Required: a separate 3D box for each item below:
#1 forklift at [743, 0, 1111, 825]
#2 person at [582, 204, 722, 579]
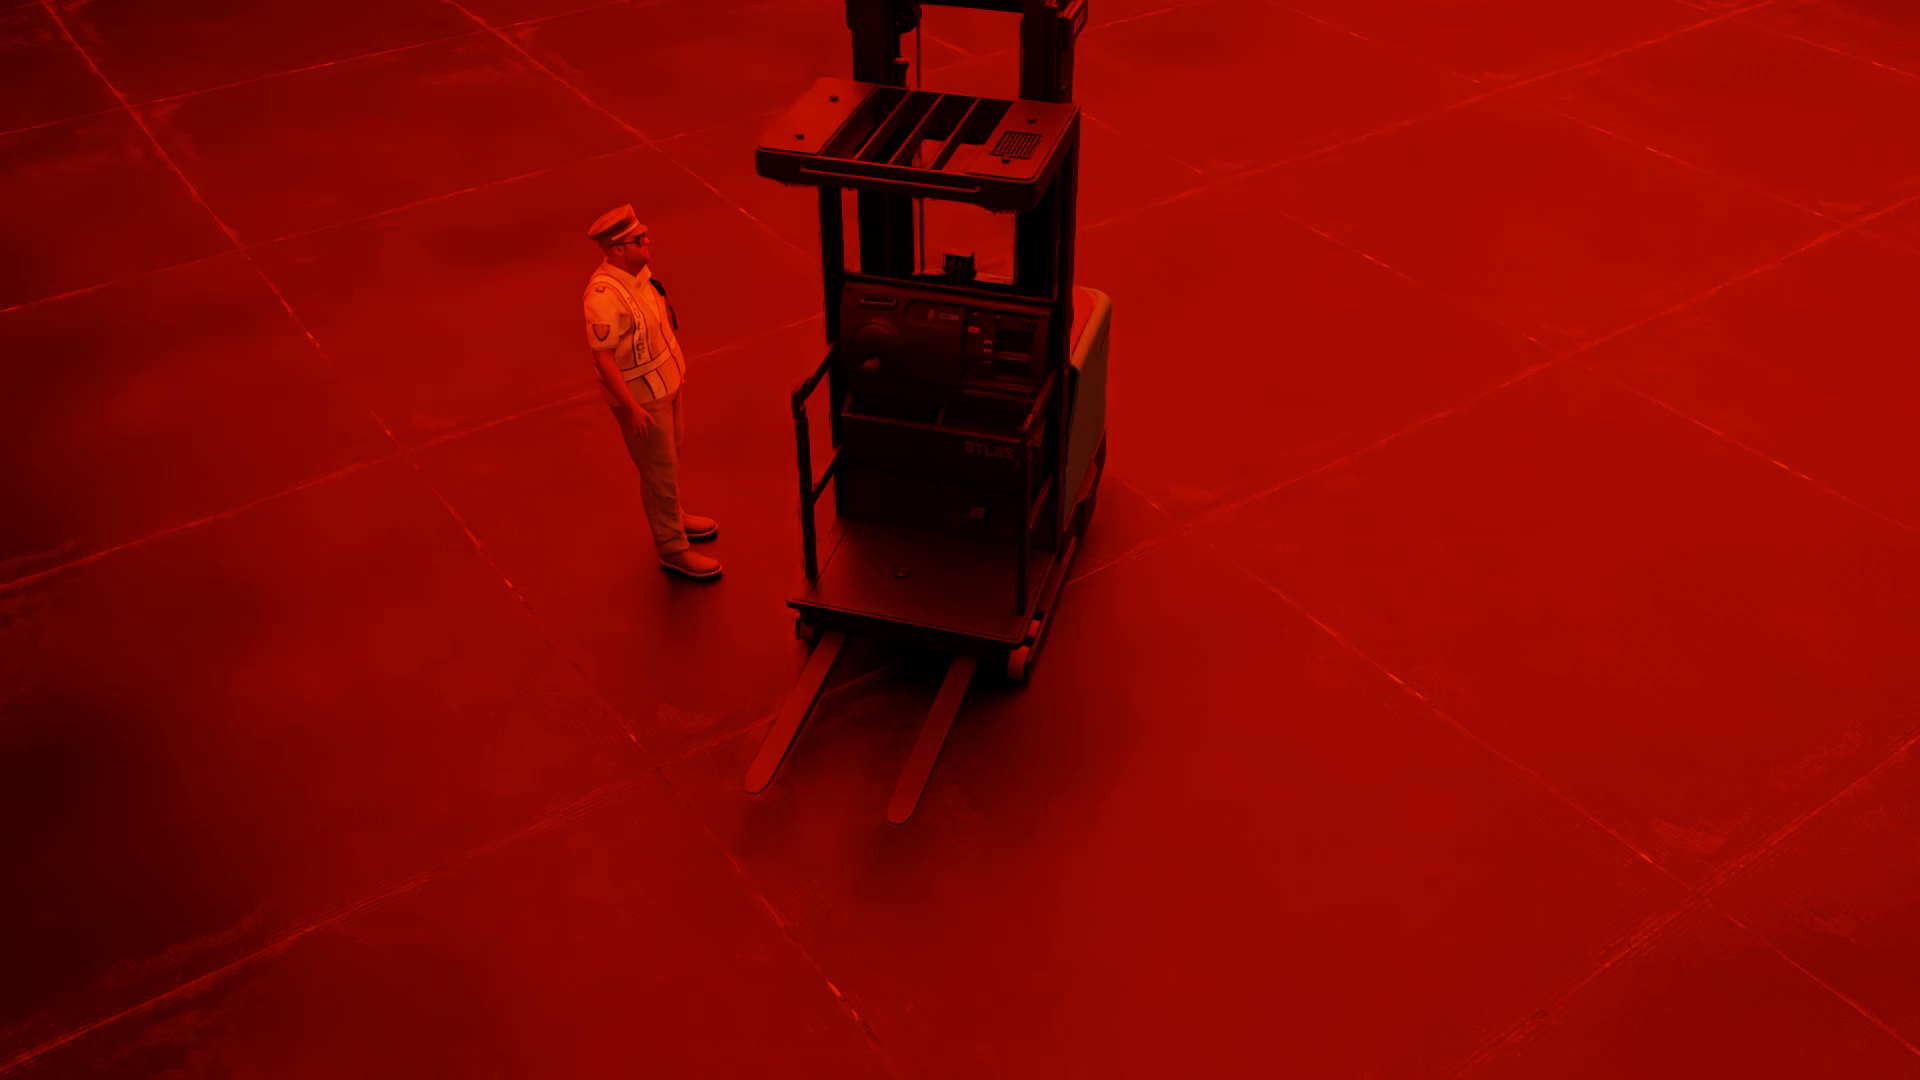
[{"bbox_3d":[-0.130,-0.801,7.028,1.130,2.935,3.031,10,38,13],"label":"forklift"},{"bbox_3d":[-1.415,-0.729,7.883,0.574,1.781,0.640,5,37,7],"label":"person"}]
